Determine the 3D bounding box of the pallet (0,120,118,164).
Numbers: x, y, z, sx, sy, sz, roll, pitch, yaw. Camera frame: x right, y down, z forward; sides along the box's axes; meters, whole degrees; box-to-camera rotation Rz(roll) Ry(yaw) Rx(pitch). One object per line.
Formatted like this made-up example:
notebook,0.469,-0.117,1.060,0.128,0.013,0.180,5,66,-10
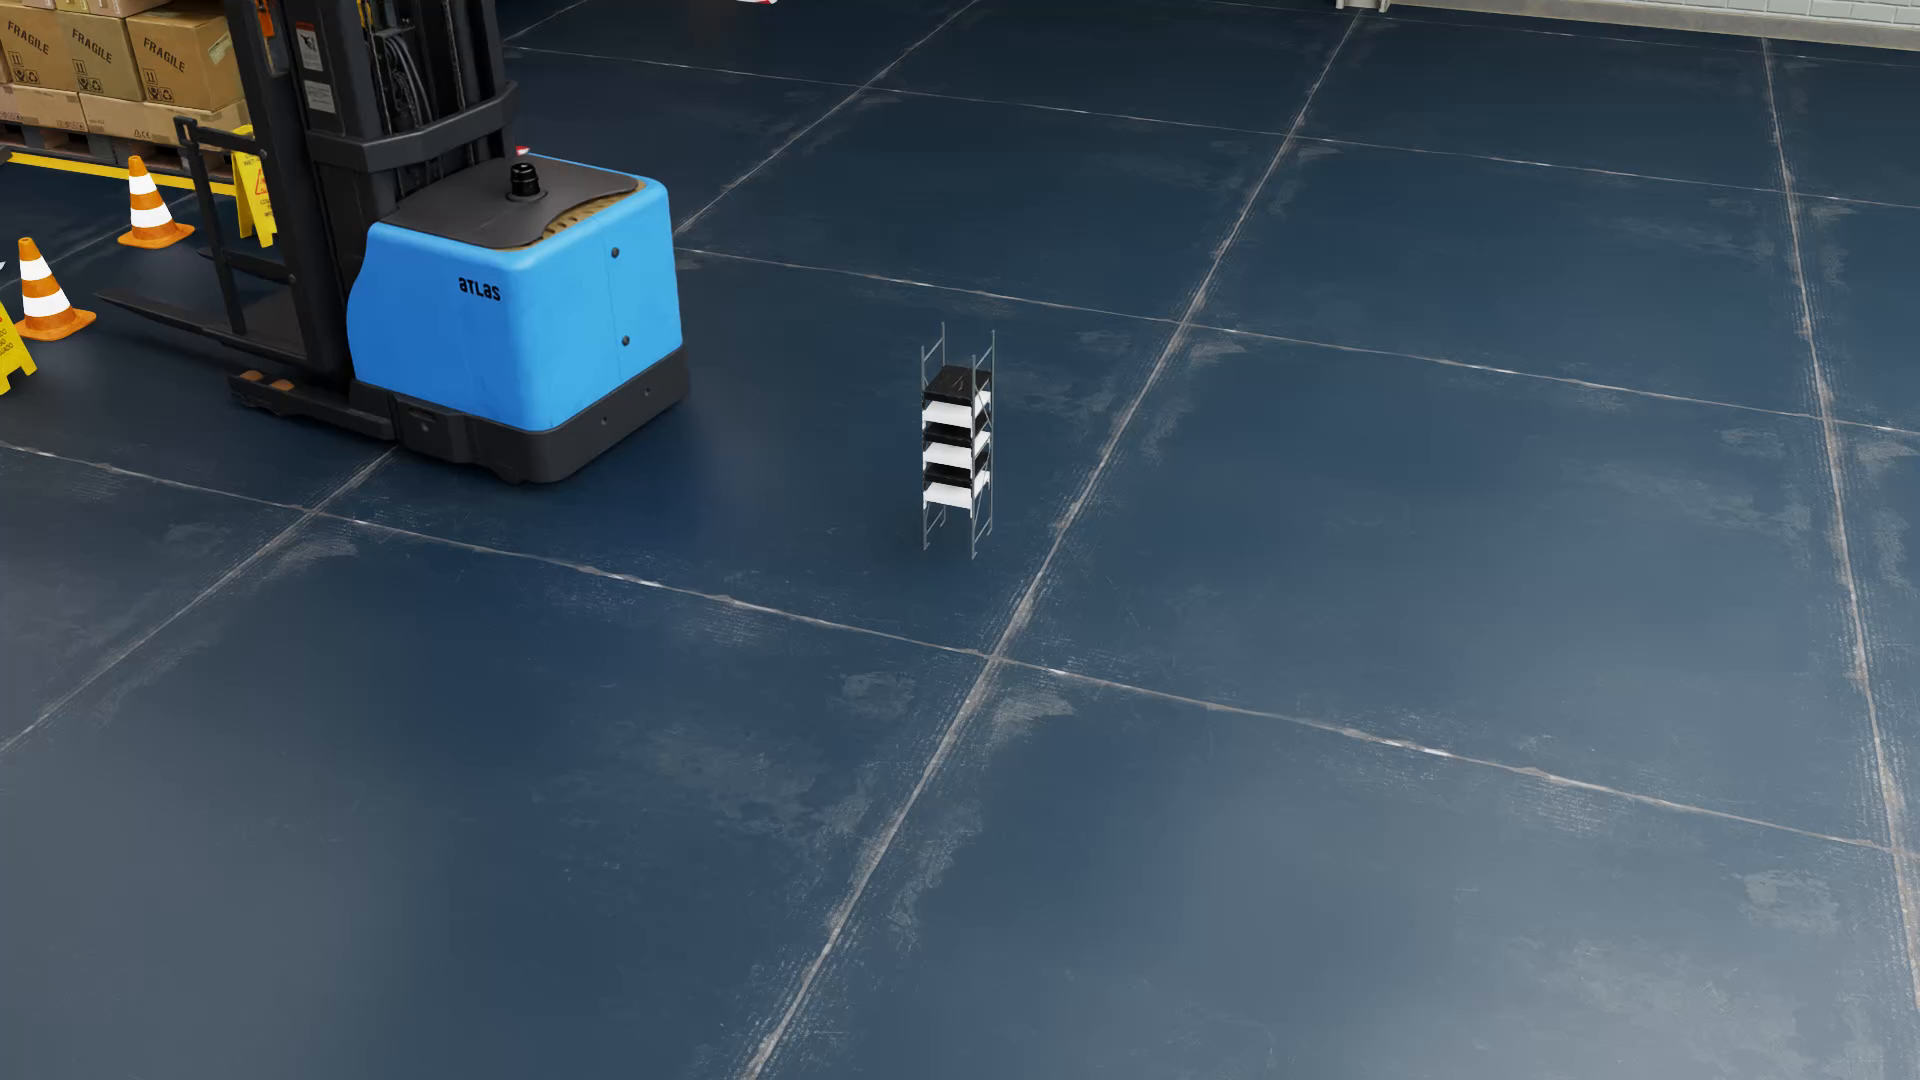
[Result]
pallet,-5.676,-2.795,10.884,1.213,0.211,1.003,11,34,16

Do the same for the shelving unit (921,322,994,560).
shelving unit,-0.008,-0.380,6.508,0.210,0.900,0.258,11,34,16

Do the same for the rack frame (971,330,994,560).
rack frame,0.088,-0.361,6.479,0.006,0.900,0.240,11,34,16

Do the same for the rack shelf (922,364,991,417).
rack shelf,-0.008,-0.578,6.380,0.200,0.077,0.258,11,34,16

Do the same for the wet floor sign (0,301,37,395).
wet floor sign,-4.587,-1.032,7.753,0.232,0.644,0.267,5,33,8

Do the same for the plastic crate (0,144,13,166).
plastic crate,-6.271,-2.361,10.333,0.583,0.080,0.402,0,33,0

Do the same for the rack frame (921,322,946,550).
rack frame,-0.103,-0.398,6.537,0.006,0.900,0.240,11,34,16

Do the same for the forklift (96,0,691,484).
forklift,-2.790,-2.031,7.193,3.031,2.935,1.130,16,36,24

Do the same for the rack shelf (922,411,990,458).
rack shelf,-0.008,-0.427,6.477,0.200,0.077,0.258,11,34,16

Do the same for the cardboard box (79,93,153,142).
cardboard box,-5.044,-2.692,10.302,0.500,0.250,0.500,11,34,17

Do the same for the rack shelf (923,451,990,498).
rack shelf,-0.008,-0.276,6.575,0.200,0.077,0.258,11,34,16

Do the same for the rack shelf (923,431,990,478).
rack shelf,-0.008,-0.352,6.526,0.200,0.077,0.258,11,34,16

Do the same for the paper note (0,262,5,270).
paper note,-5.268,-1.471,9.000,0.142,0.019,0.148,0,33,0

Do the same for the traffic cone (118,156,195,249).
traffic cone,-4.547,-1.916,9.290,0.334,0.463,0.336,11,34,16

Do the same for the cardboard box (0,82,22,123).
cardboard box,-6.002,-2.881,10.595,0.500,0.250,0.500,11,34,16

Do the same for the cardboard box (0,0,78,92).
cardboard box,-5.514,-3.101,10.244,0.500,0.500,0.500,10,34,15

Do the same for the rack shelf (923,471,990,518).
rack shelf,-0.008,-0.200,6.624,0.200,0.077,0.258,11,34,16

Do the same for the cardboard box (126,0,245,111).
cardboard box,-4.549,-2.911,9.950,0.500,0.500,0.500,11,35,17

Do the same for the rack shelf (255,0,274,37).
rack shelf,-5.590,-3.625,10.263,4.000,0.370,1.077,11,34,16

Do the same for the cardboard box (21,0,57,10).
cardboard box,-5.400,-3.313,9.975,0.250,0.149,0.380,12,35,19

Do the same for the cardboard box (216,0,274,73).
cardboard box,-4.396,-3.191,10.383,0.500,0.500,0.500,10,34,15

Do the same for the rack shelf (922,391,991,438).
rack shelf,-0.008,-0.503,6.429,0.200,0.077,0.258,11,34,16

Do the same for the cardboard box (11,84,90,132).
cardboard box,-5.538,-2.785,10.446,0.500,0.250,0.500,10,34,15

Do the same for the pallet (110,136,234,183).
pallet,-4.531,-2.571,10.537,1.213,0.211,1.003,11,34,16

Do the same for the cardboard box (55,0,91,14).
cardboard box,-5.153,-3.264,9.899,0.250,0.149,0.380,12,35,17

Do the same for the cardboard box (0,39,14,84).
cardboard box,-6.013,-3.196,10.391,0.500,0.500,0.500,13,35,19

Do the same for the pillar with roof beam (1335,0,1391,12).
pillar with roof beam,1.809,-5.908,7.605,0.400,9.000,9.100,11,34,16

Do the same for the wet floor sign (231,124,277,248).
wet floor sign,-3.889,-1.991,9.239,0.232,0.644,0.267,24,40,32

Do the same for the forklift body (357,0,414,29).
forklift body,-4.436,-5.155,12.752,1.214,2.155,2.313,11,34,16

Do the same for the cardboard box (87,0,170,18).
cardboard box,-4.917,-3.217,9.825,0.250,0.149,0.380,12,35,18

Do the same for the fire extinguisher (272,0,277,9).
fire extinguisher,-3.755,-3.273,9.125,0.183,0.674,0.296,11,34,16

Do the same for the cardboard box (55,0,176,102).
cardboard box,-5.042,-3.005,10.095,0.500,0.500,0.500,12,35,18

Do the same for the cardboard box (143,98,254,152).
cardboard box,-4.581,-2.598,10.156,0.500,0.250,0.500,11,34,16

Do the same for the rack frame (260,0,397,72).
rack frame,-3.707,-3.561,9.501,0.127,3.000,1.000,11,34,16

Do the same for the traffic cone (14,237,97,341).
traffic cone,-4.601,-1.287,8.316,0.334,0.463,0.336,11,34,16
